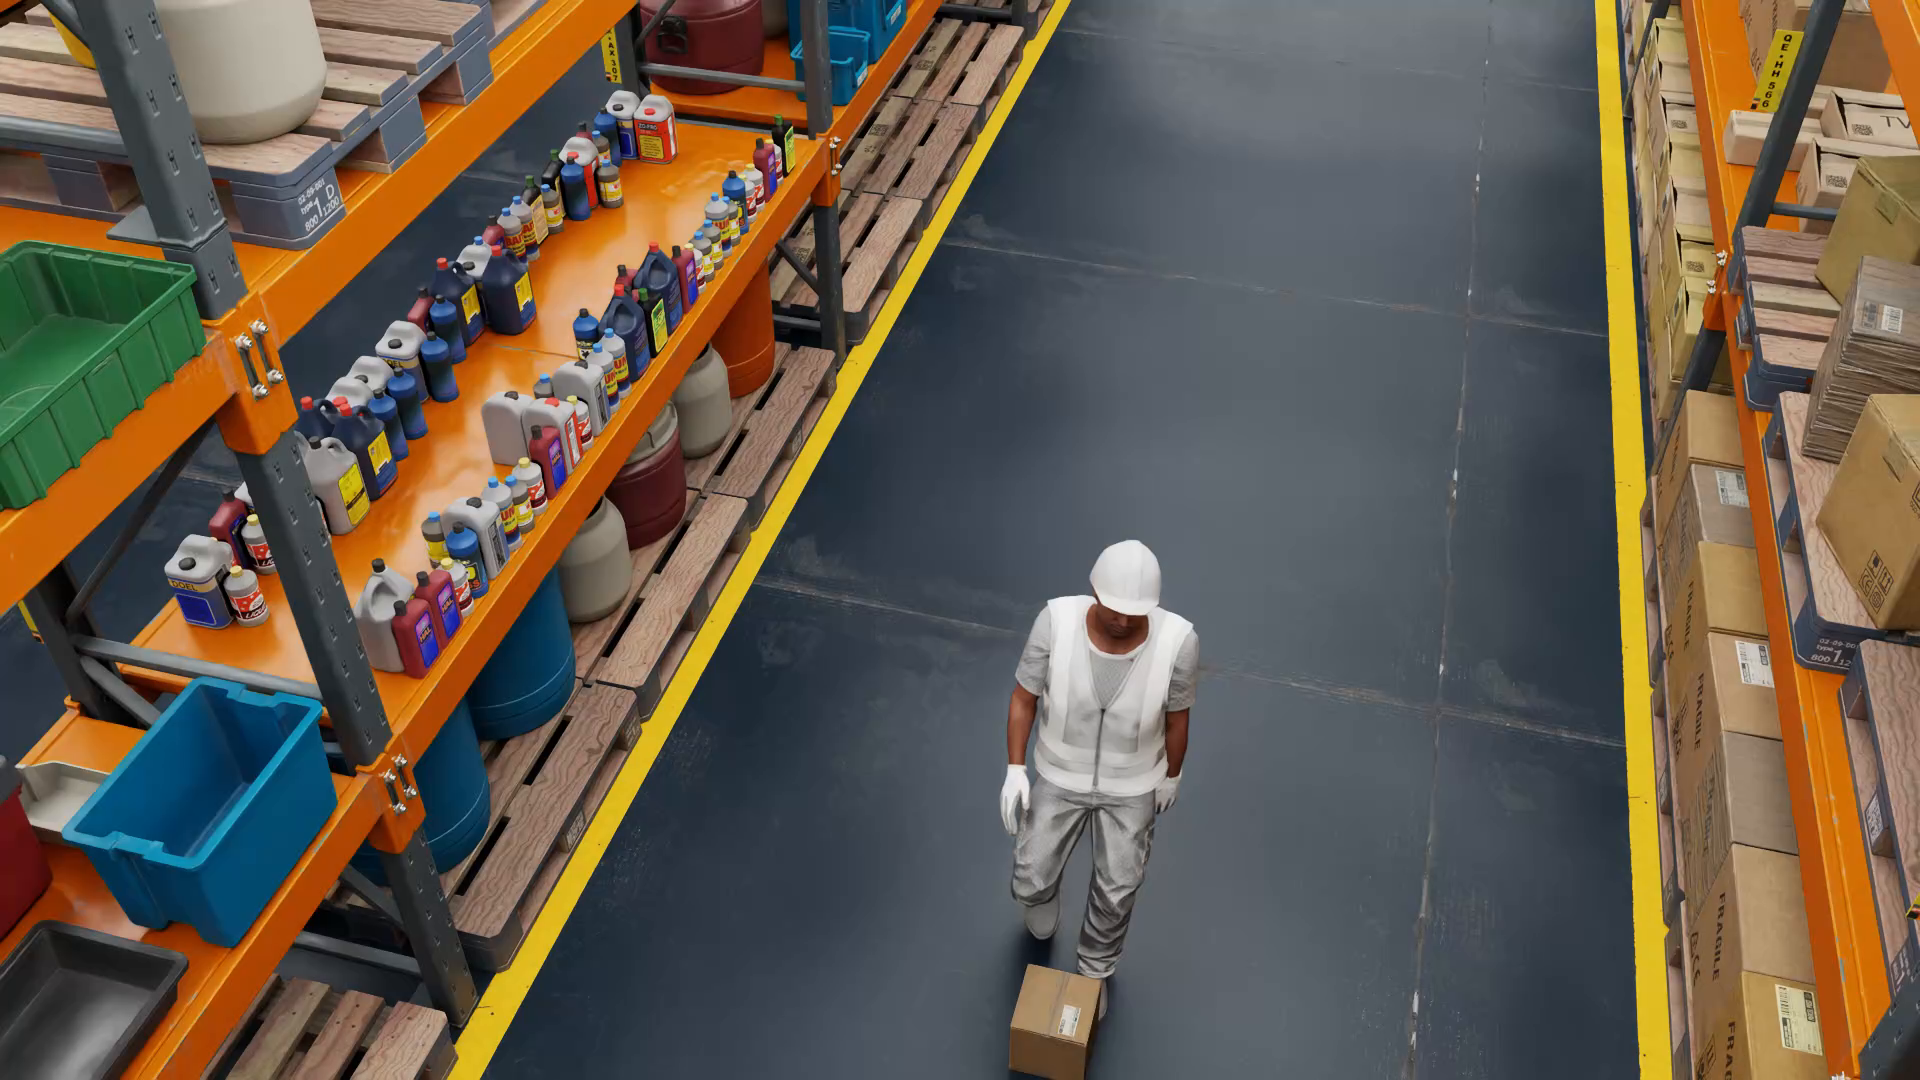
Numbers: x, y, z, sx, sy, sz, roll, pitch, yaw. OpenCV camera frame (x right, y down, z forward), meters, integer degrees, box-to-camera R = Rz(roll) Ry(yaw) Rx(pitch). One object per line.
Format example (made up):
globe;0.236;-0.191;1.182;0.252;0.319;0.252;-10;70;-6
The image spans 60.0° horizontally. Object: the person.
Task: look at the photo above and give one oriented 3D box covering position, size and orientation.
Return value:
person;0.423;0.785;5.280;0.576;1.728;0.633;6;41;7
